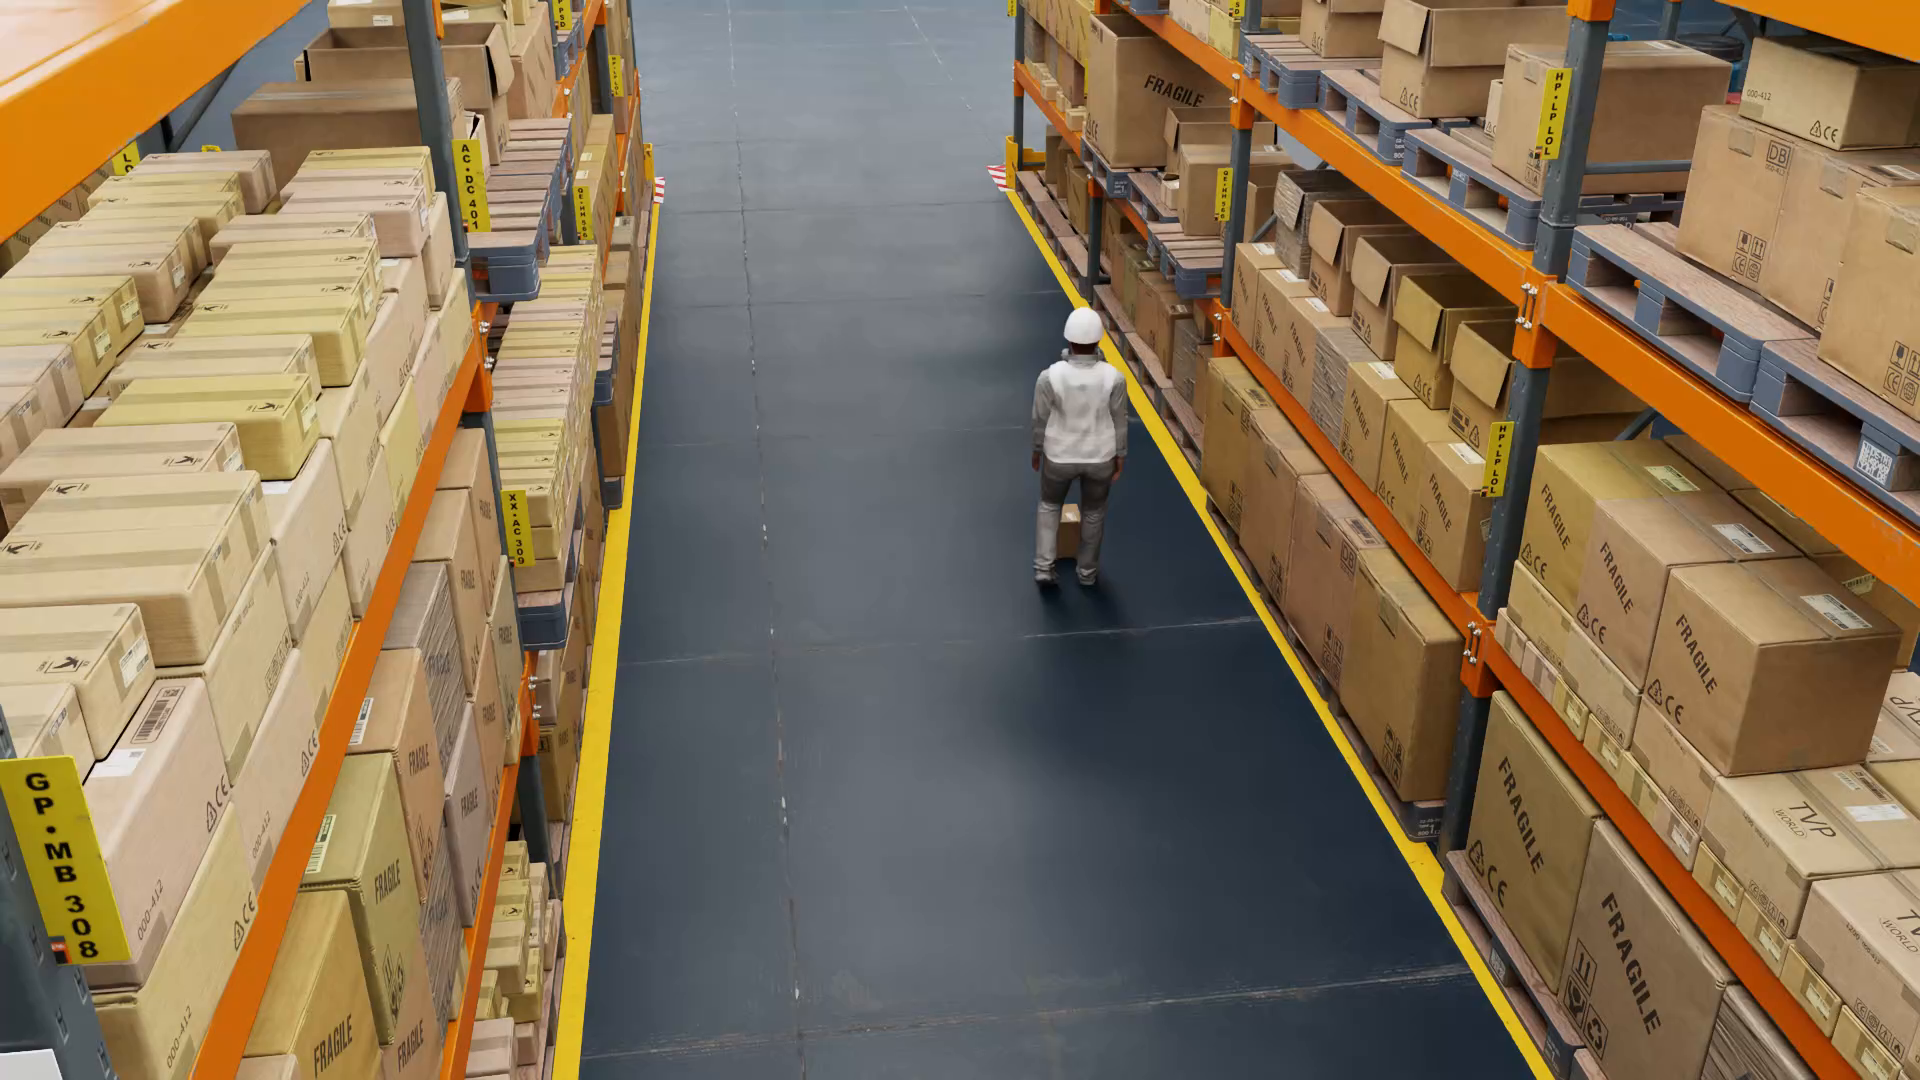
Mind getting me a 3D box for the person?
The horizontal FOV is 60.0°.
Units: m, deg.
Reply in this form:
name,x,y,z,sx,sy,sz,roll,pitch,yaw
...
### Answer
name,x,y,z,sx,sy,sz,roll,pitch,yaw
person,0.687,-0.530,9.642,0.560,1.760,0.485,1,27,3
